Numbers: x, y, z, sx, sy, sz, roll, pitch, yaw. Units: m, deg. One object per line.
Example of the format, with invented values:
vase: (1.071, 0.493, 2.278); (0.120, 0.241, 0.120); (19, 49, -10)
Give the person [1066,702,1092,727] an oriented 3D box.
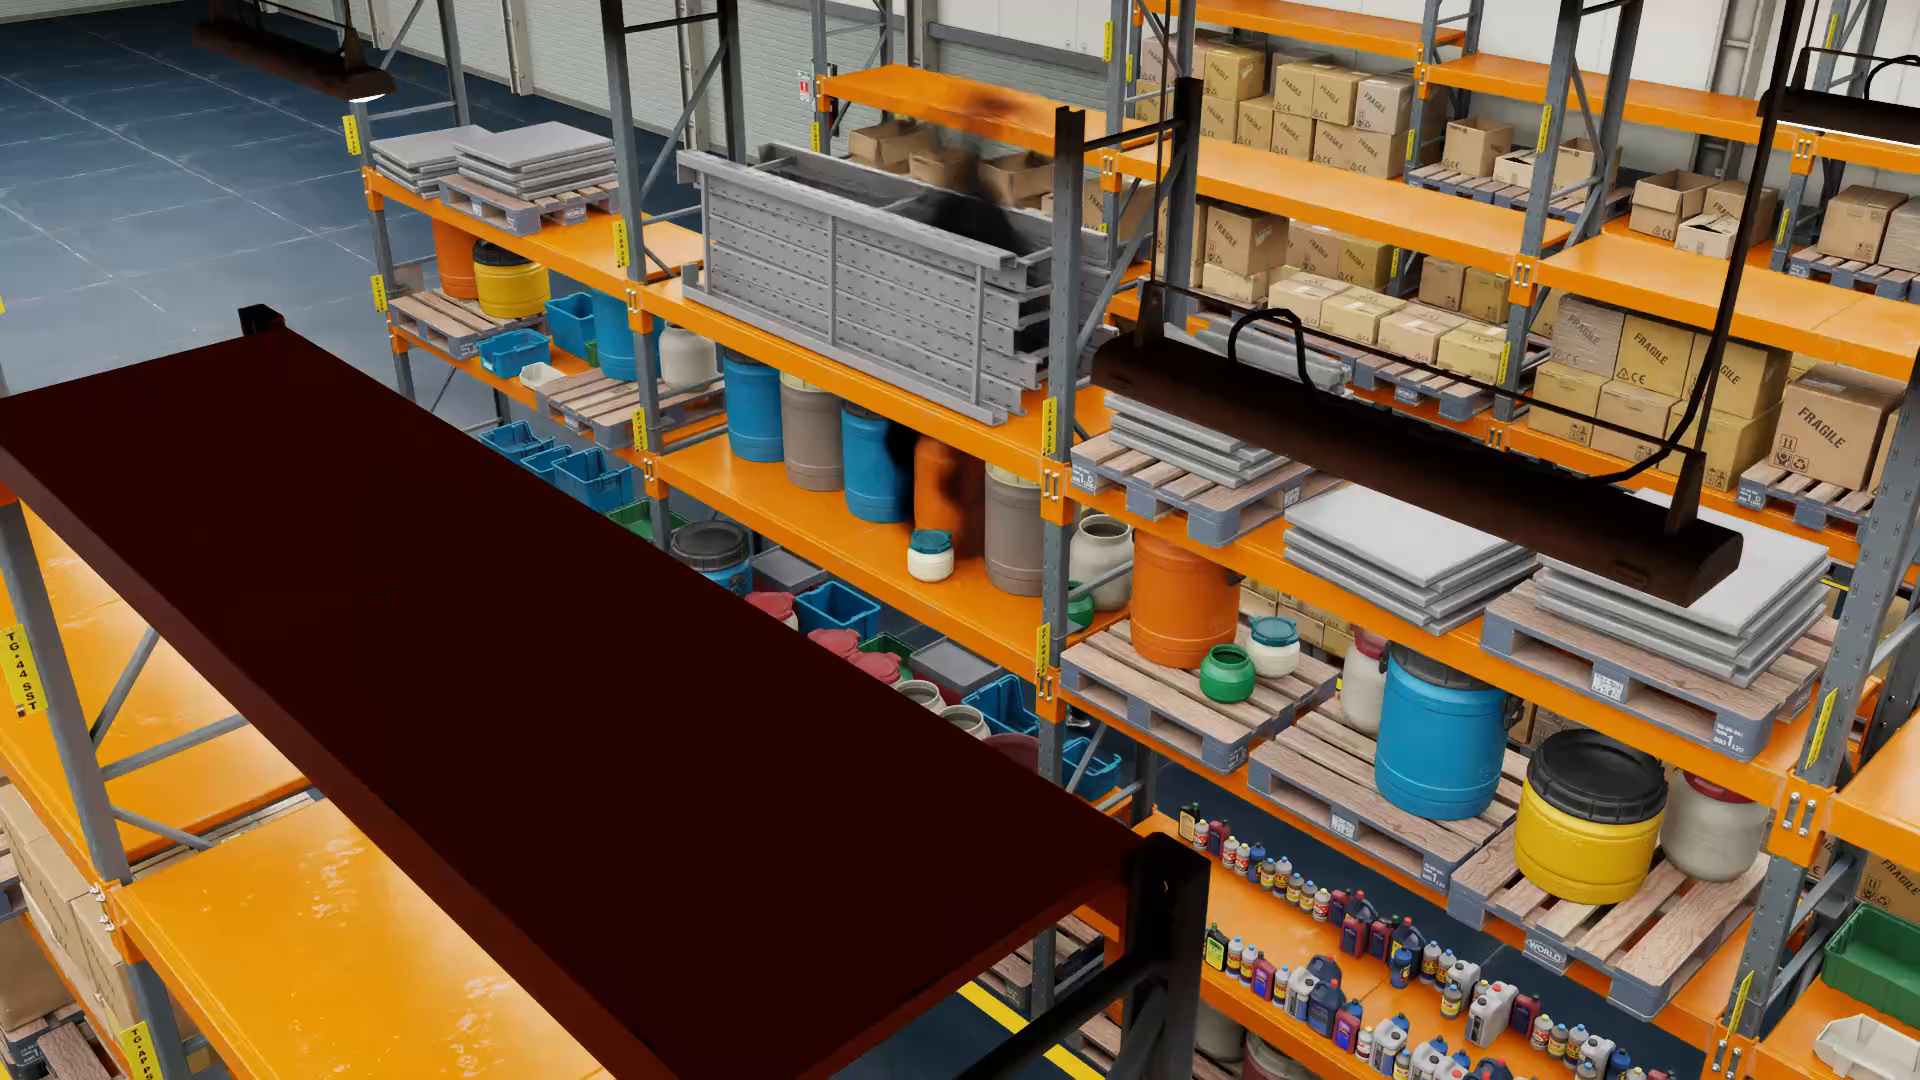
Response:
person: (0.833, 0.805, 13.661); (0.662, 1.592, 0.506); (17, 32, 28)
